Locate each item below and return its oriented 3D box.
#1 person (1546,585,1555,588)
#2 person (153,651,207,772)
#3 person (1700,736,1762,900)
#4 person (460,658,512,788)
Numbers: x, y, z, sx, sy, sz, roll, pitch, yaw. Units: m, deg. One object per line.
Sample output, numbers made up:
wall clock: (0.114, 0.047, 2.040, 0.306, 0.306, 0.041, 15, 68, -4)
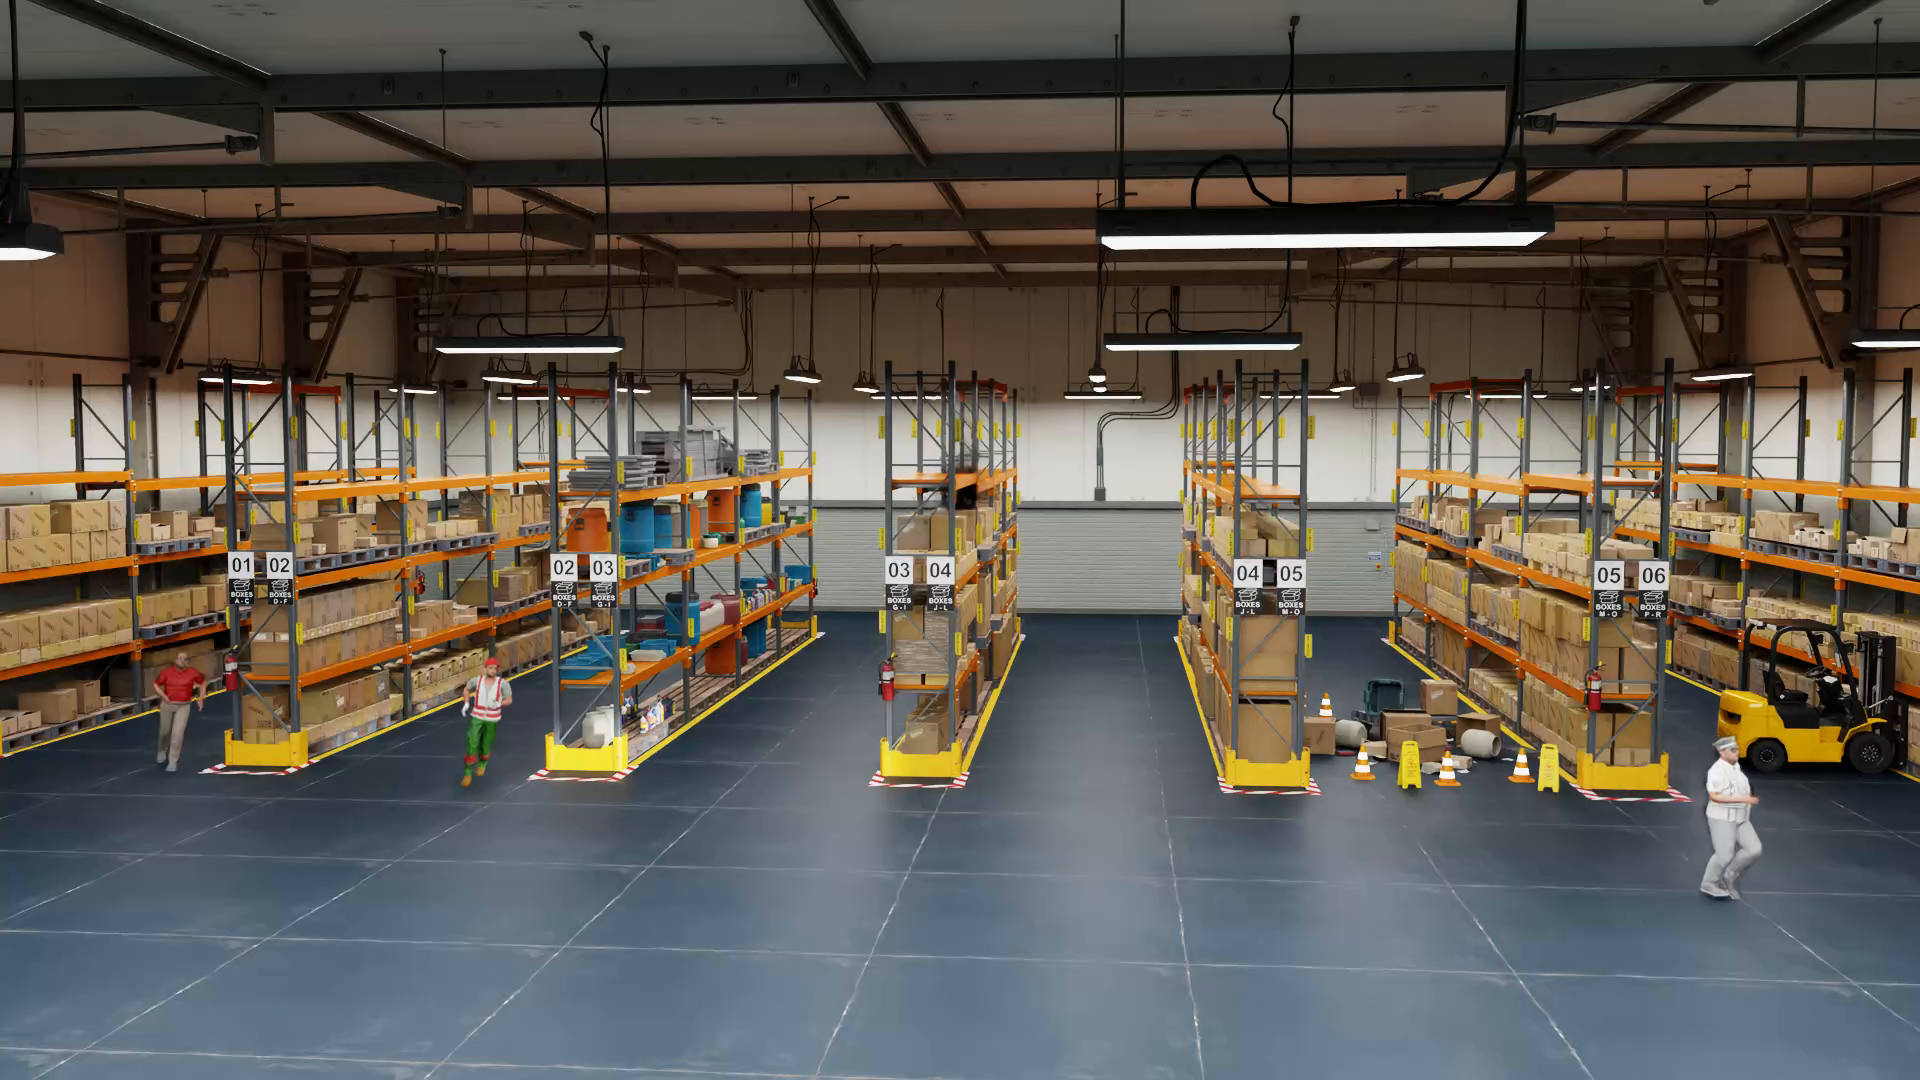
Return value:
person: (12.465, 1.766, 35.224, 0.676, 1.790, 0.965, -1, 4, -8)
person: (-11.614, 2.513, 24.744, 0.736, 1.718, 0.909, -1, 4, -20)
person: (8.229, 2.969, 17.658, 0.644, 1.793, 0.645, -3, 5, -34)
person: (-6.719, 2.548, 23.628, 0.697, 1.739, 0.961, -1, 4, -12)
